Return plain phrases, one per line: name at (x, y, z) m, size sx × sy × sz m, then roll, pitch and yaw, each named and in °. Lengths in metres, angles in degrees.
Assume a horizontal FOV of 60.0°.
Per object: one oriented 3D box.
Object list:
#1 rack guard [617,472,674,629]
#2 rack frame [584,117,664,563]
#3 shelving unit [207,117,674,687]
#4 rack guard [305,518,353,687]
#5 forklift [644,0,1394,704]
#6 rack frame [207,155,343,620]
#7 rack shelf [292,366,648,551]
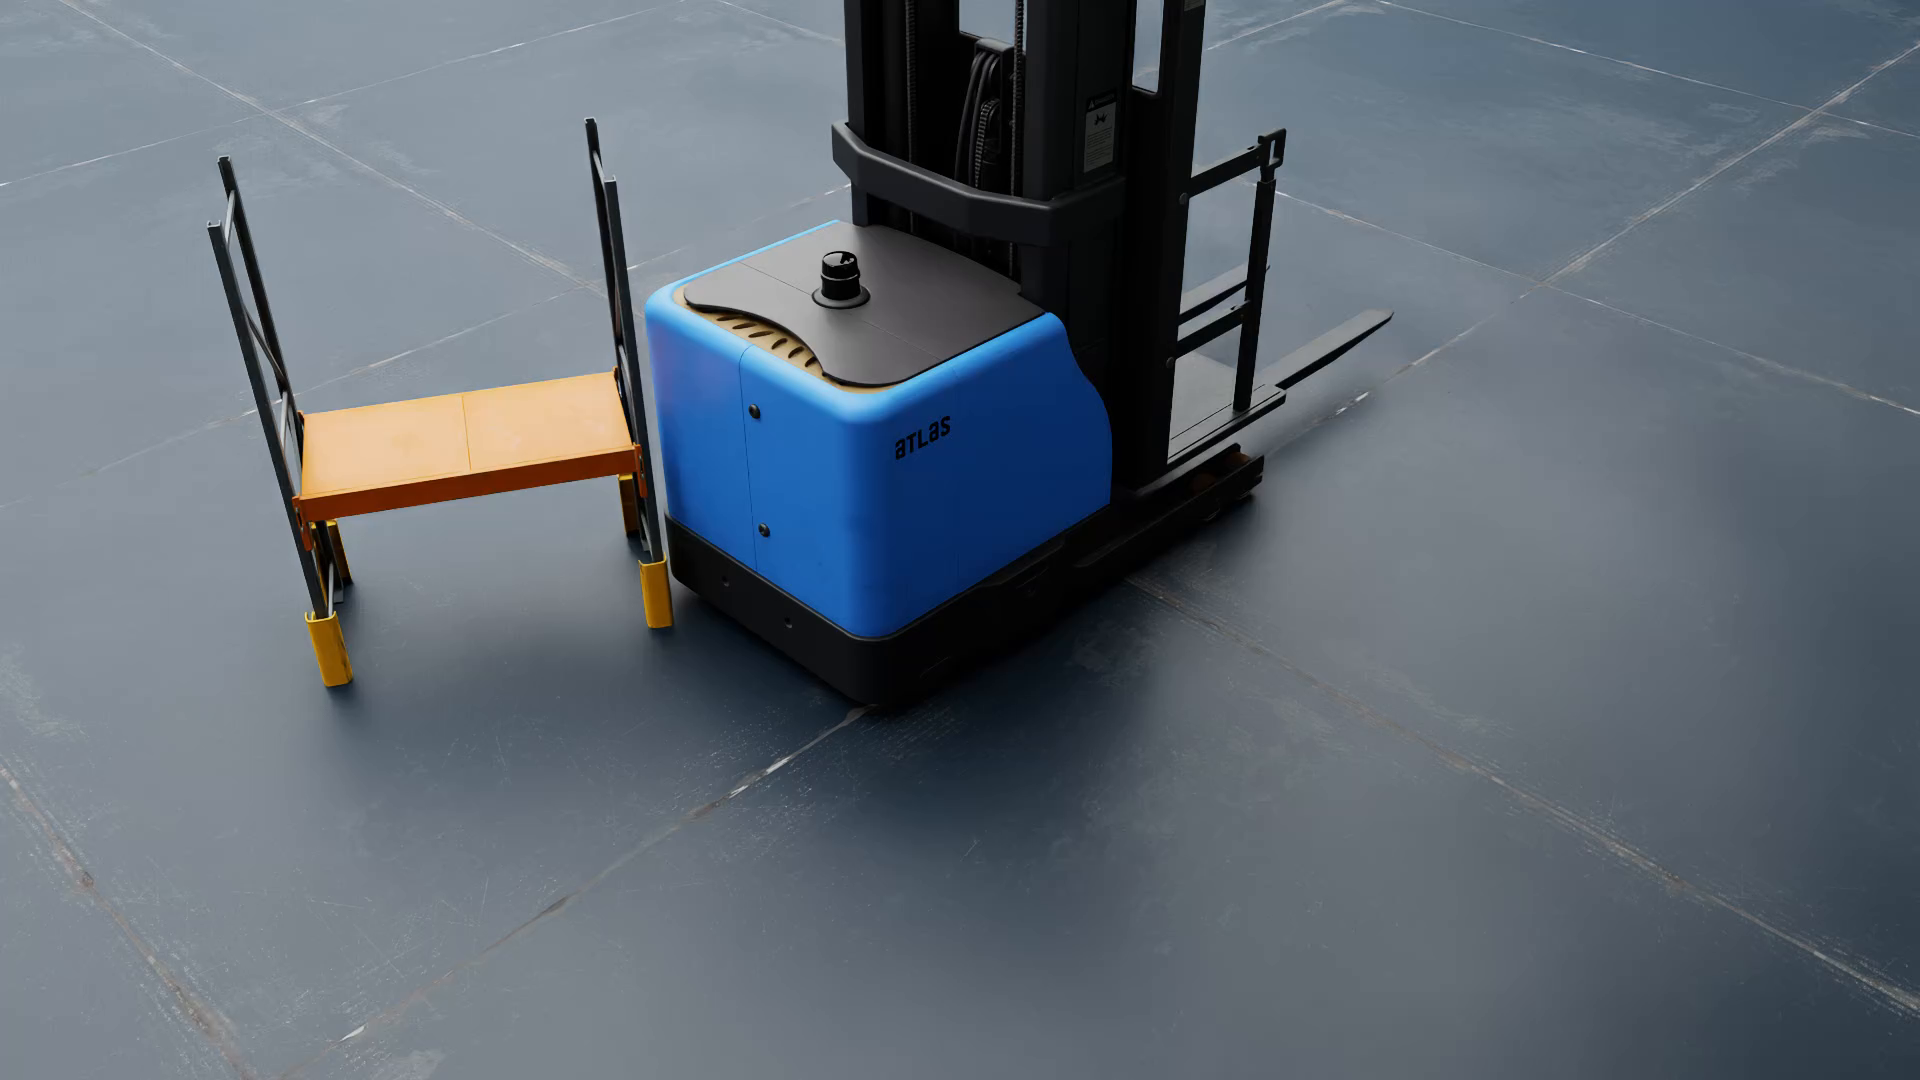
rack guard at (-1.043, 0.018, 5.506) m, size 0.087 × 0.250 × 0.587 m, roll -10°, pitch 36°, yaw -14°
rack frame at (-1.024, -0.498, 5.153) m, size 0.032 × 1.500 × 0.500 m, roll -10°, pitch 36°, yaw -14°
shelving unit at (-1.520, -0.412, 5.030) m, size 1.083 × 1.500 × 0.587 m, roll -10°, pitch 36°, yaw -14°
rack guard at (-1.996, 0.183, 5.269) m, size 0.087 × 0.250 × 0.587 m, roll -10°, pitch 36°, yaw -14°
forklift at (0.441, -1.456, 5.276) m, size 1.130 × 2.935 × 3.031 m, roll 30°, pitch 44°, yaw 35°
rack frame at (-1.997, -0.329, 4.911) m, size 0.032 × 1.500 × 0.500 m, roll -10°, pitch 36°, yaw -14°
rack shelf at (-1.511, -0.266, 5.135) m, size 1.000 × 0.185 × 0.538 m, roll -10°, pitch 36°, yaw -14°
